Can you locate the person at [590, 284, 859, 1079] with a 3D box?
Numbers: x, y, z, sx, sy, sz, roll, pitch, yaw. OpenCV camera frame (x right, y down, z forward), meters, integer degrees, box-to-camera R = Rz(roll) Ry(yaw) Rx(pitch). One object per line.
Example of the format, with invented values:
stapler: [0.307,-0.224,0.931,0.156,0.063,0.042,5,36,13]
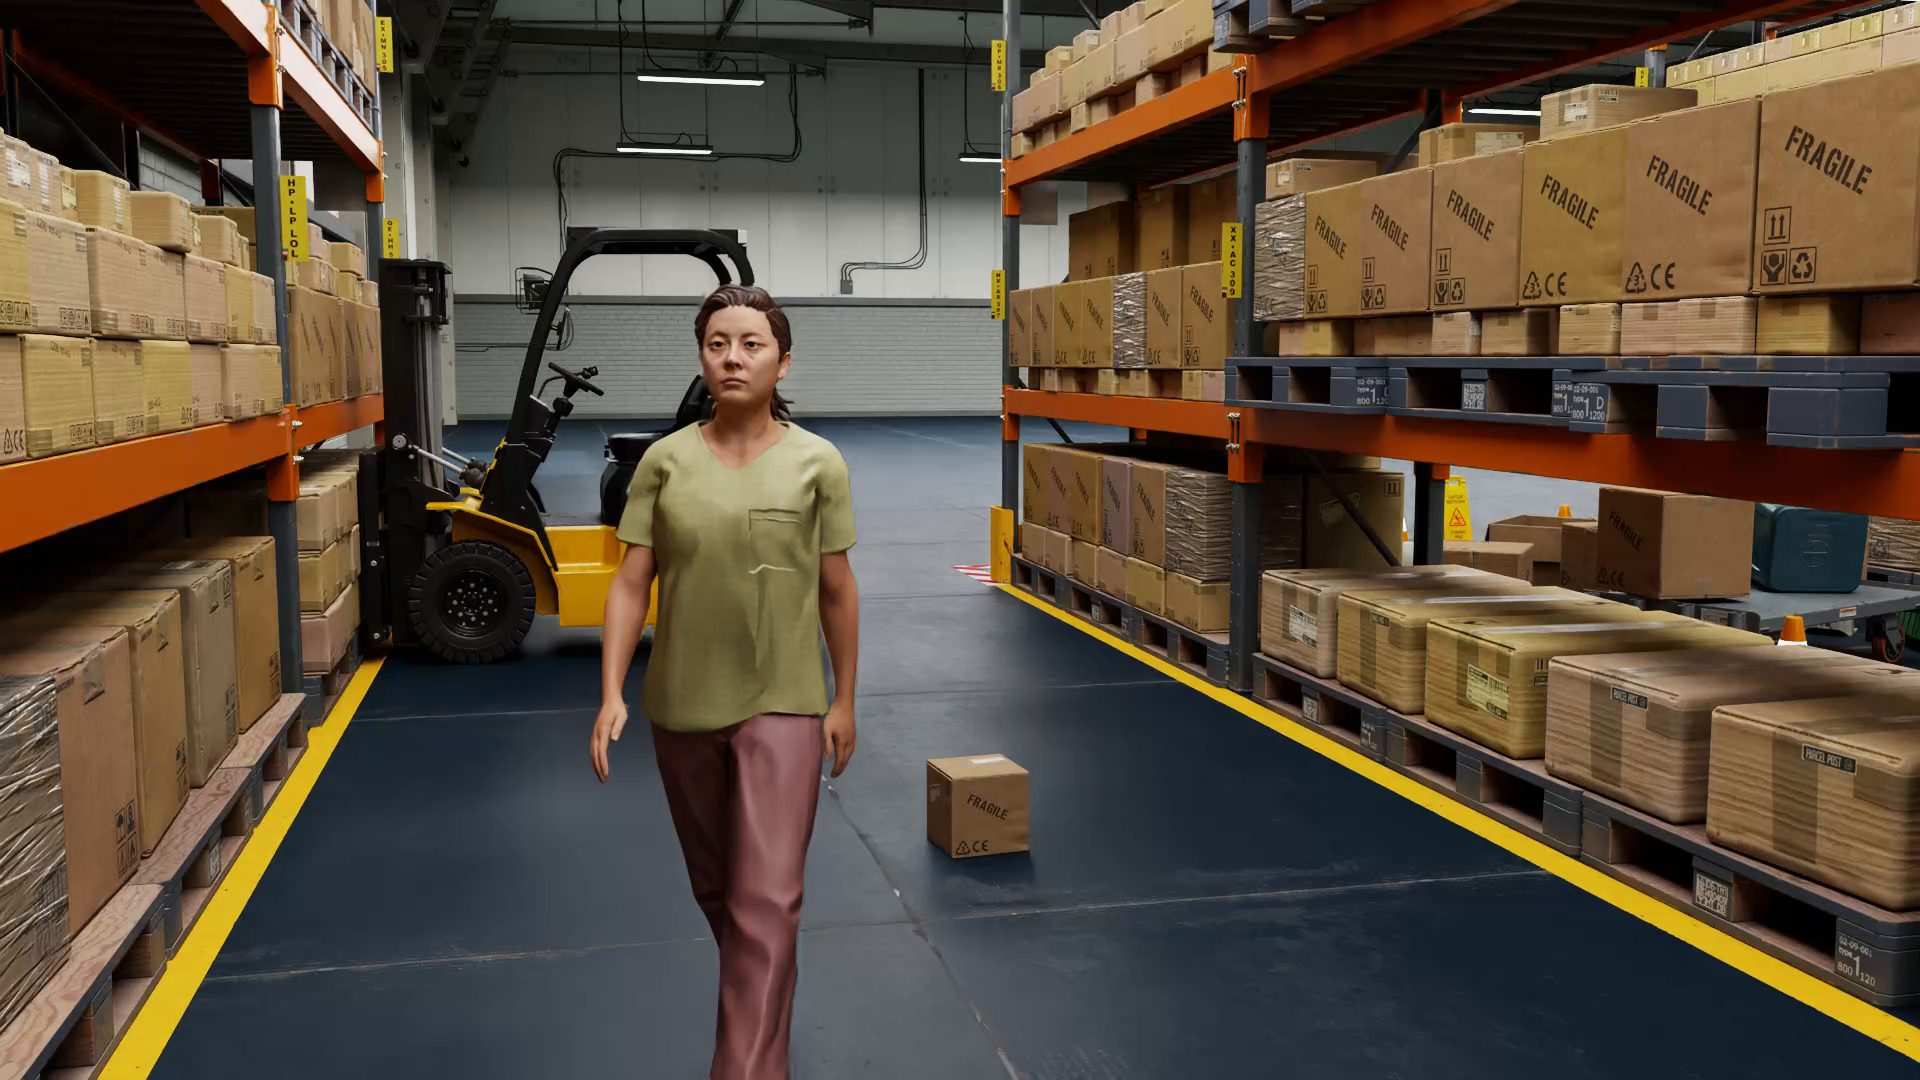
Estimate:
person: [-0.444,0.330,3.133,0.457,1.615,1.027,1,6,6]
